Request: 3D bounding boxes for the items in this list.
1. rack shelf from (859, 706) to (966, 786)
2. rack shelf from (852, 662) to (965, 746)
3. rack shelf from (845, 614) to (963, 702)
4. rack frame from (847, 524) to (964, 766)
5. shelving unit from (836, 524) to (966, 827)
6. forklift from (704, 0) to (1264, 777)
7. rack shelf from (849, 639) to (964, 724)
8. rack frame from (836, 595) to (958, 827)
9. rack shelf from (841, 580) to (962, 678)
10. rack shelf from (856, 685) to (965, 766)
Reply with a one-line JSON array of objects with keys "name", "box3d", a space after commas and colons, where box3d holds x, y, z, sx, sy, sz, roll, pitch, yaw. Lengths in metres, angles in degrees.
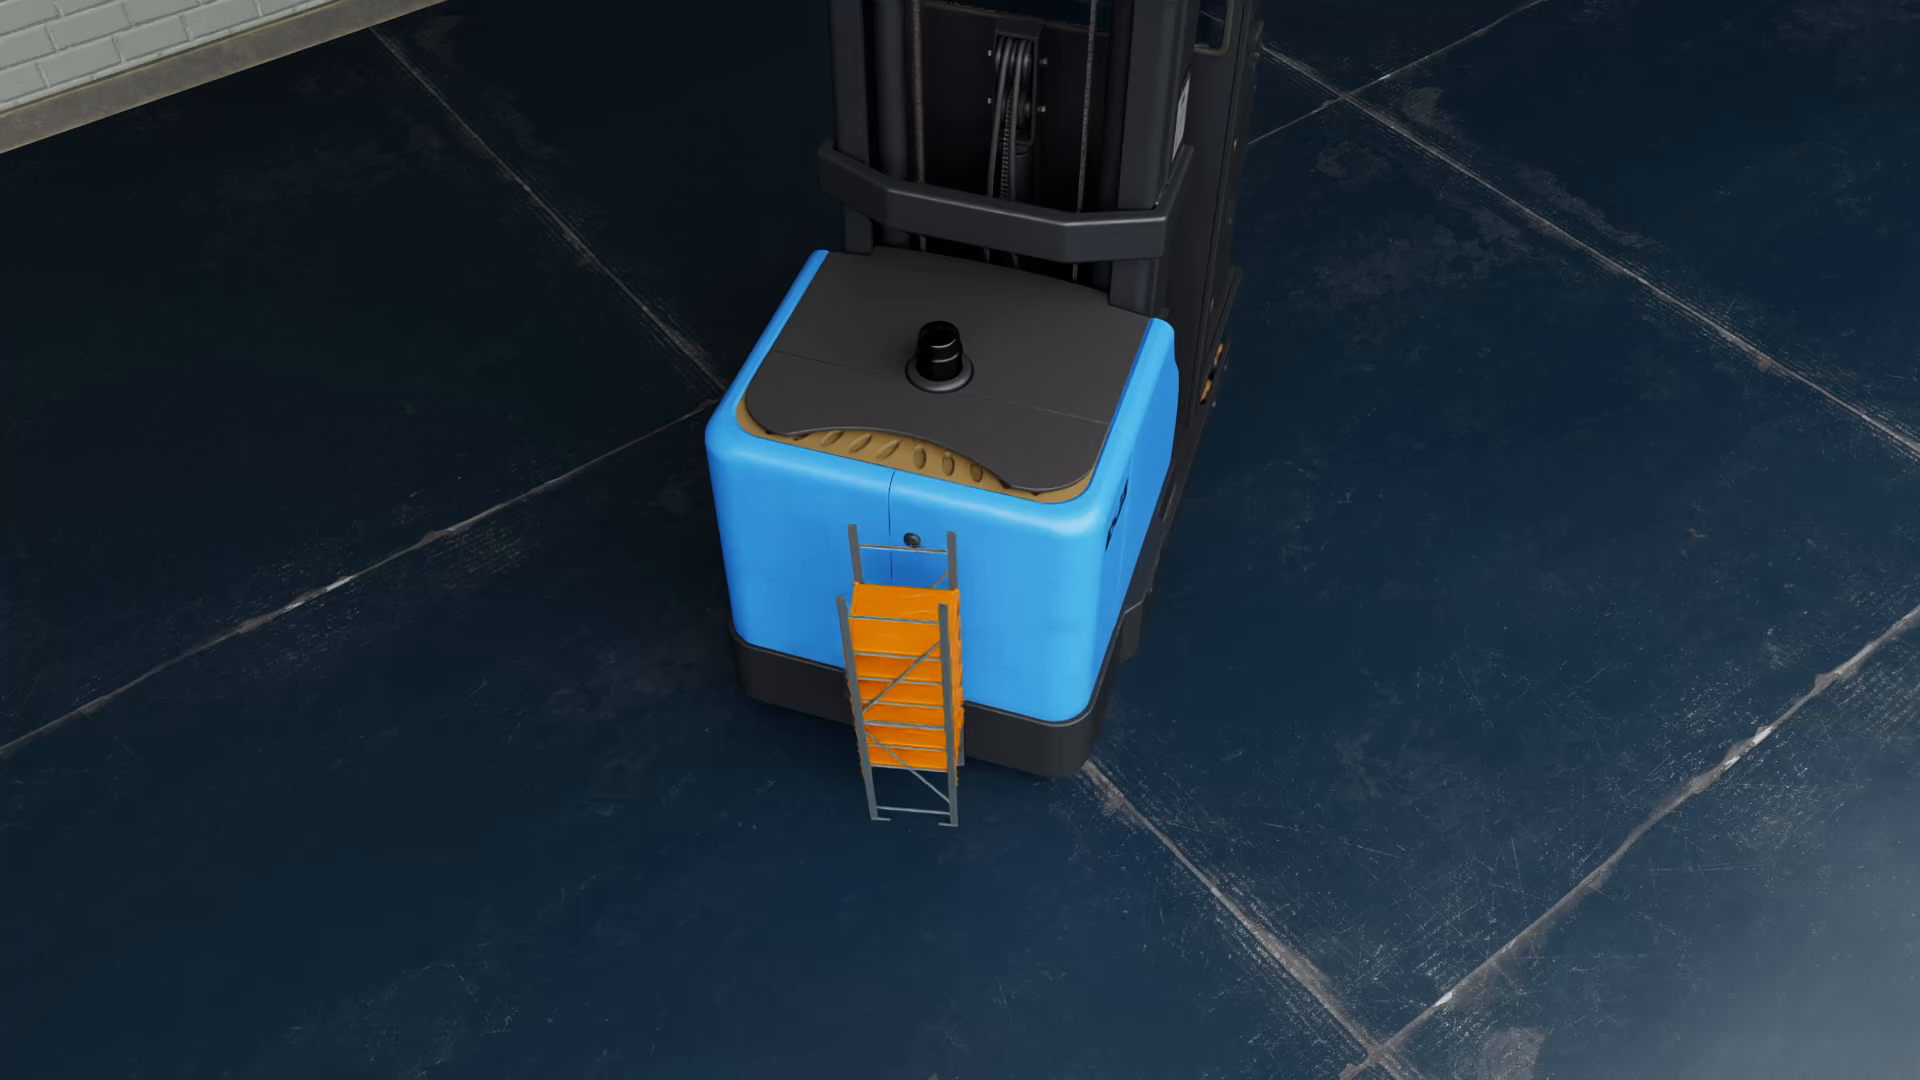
[{"name": "rack shelf", "box3d": [-0.121, 0.526, 4.330, 0.258, 0.103, 0.180, 4, 58, 4]}, {"name": "rack shelf", "box3d": [-0.125, 0.398, 4.128, 0.258, 0.103, 0.180, 4, 58, 4]}, {"name": "rack shelf", "box3d": [-0.130, 0.269, 3.925, 0.258, 0.103, 0.180, 4, 58, 4]}, {"name": "rack frame", "box3d": [-0.117, 0.297, 4.139, 0.240, 1.200, 0.006, 4, 58, 4]}, {"name": "shelving unit", "box3d": [-0.126, 0.374, 4.090, 0.258, 1.200, 0.189, 4, 58, 4]}, {"name": "forklift", "box3d": [0.293, -1.451, 4.587, 1.130, 2.935, 3.031, 13, 49, 12]}, {"name": "rack shelf", "box3d": [-0.128, 0.333, 4.026, 0.258, 0.103, 0.180, 4, 58, 4]}, {"name": "rack frame", "box3d": [-0.135, 0.451, 4.042, 0.240, 1.200, 0.006, 4, 58, 4]}, {"name": "rack shelf", "box3d": [-0.132, 0.205, 3.824, 0.258, 0.103, 0.180, 4, 58, 4]}, {"name": "rack shelf", "box3d": [-0.123, 0.462, 4.229, 0.258, 0.103, 0.180, 4, 58, 4]}]
